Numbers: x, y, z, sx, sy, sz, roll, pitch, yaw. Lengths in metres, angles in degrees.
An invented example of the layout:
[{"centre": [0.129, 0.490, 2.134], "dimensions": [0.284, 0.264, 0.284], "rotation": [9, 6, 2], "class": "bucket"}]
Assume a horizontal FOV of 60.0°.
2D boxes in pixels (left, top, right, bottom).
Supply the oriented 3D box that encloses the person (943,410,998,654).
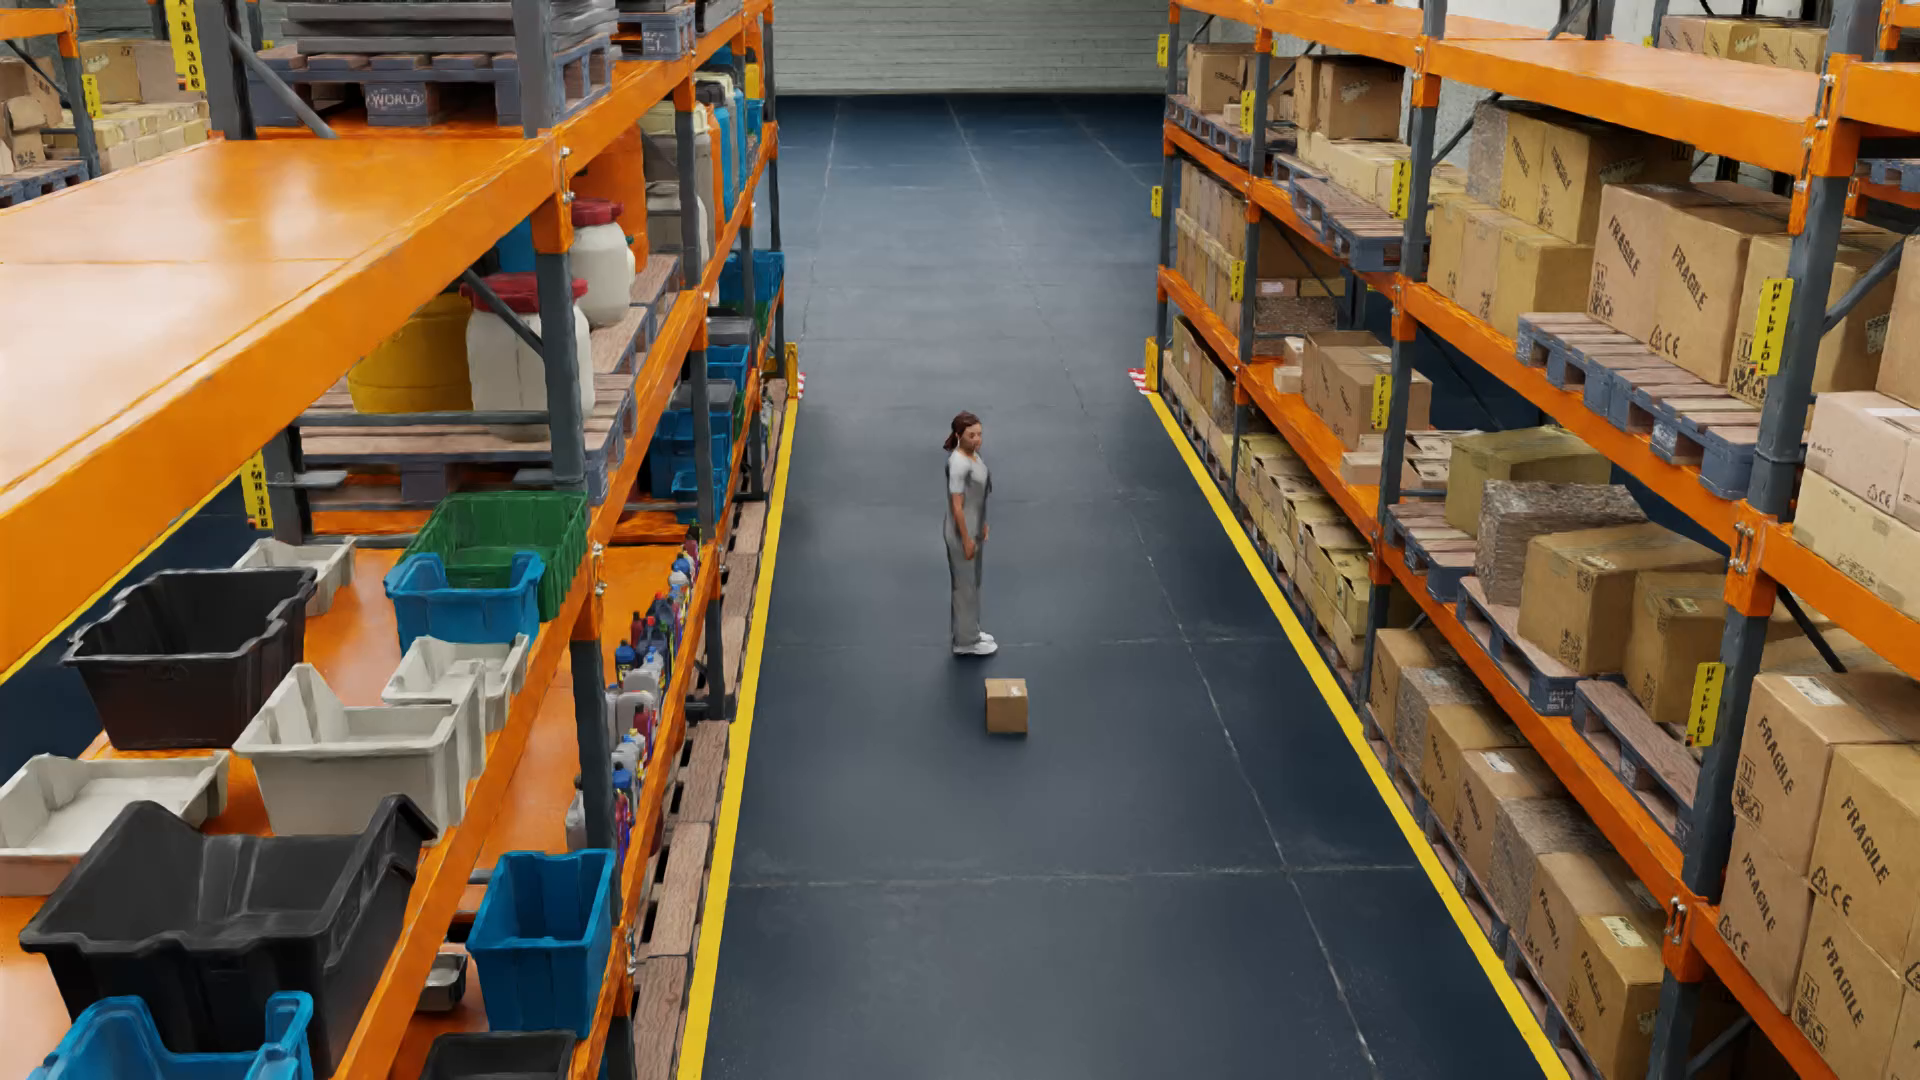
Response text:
[{"centre": [0.072, -0.035, 11.161], "dimensions": [0.394, 1.718, 0.490], "rotation": [5, 21, 12], "class": "person"}]
